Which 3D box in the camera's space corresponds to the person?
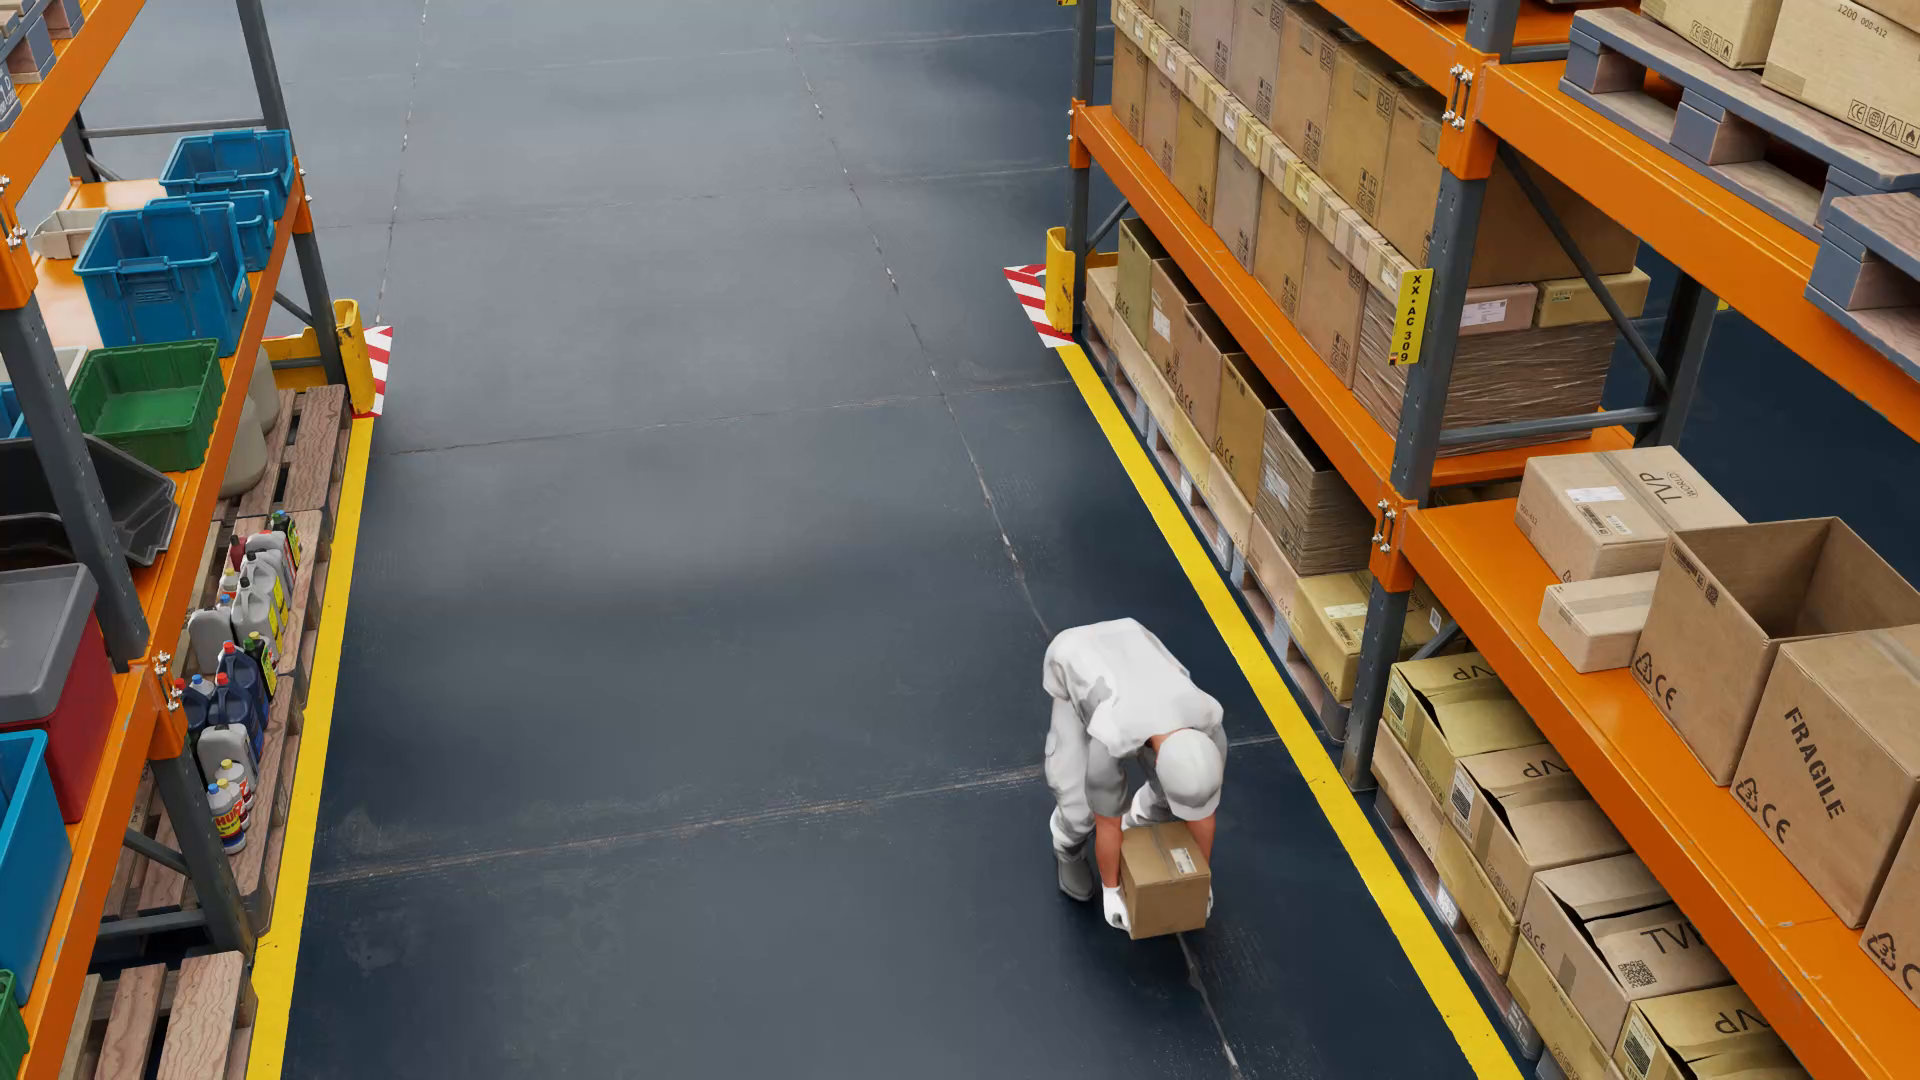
[{"bbox_3d":[0.580,0.836,5.536,0.530,1.055,0.958,-9,35,-13],"label":"person"}]
